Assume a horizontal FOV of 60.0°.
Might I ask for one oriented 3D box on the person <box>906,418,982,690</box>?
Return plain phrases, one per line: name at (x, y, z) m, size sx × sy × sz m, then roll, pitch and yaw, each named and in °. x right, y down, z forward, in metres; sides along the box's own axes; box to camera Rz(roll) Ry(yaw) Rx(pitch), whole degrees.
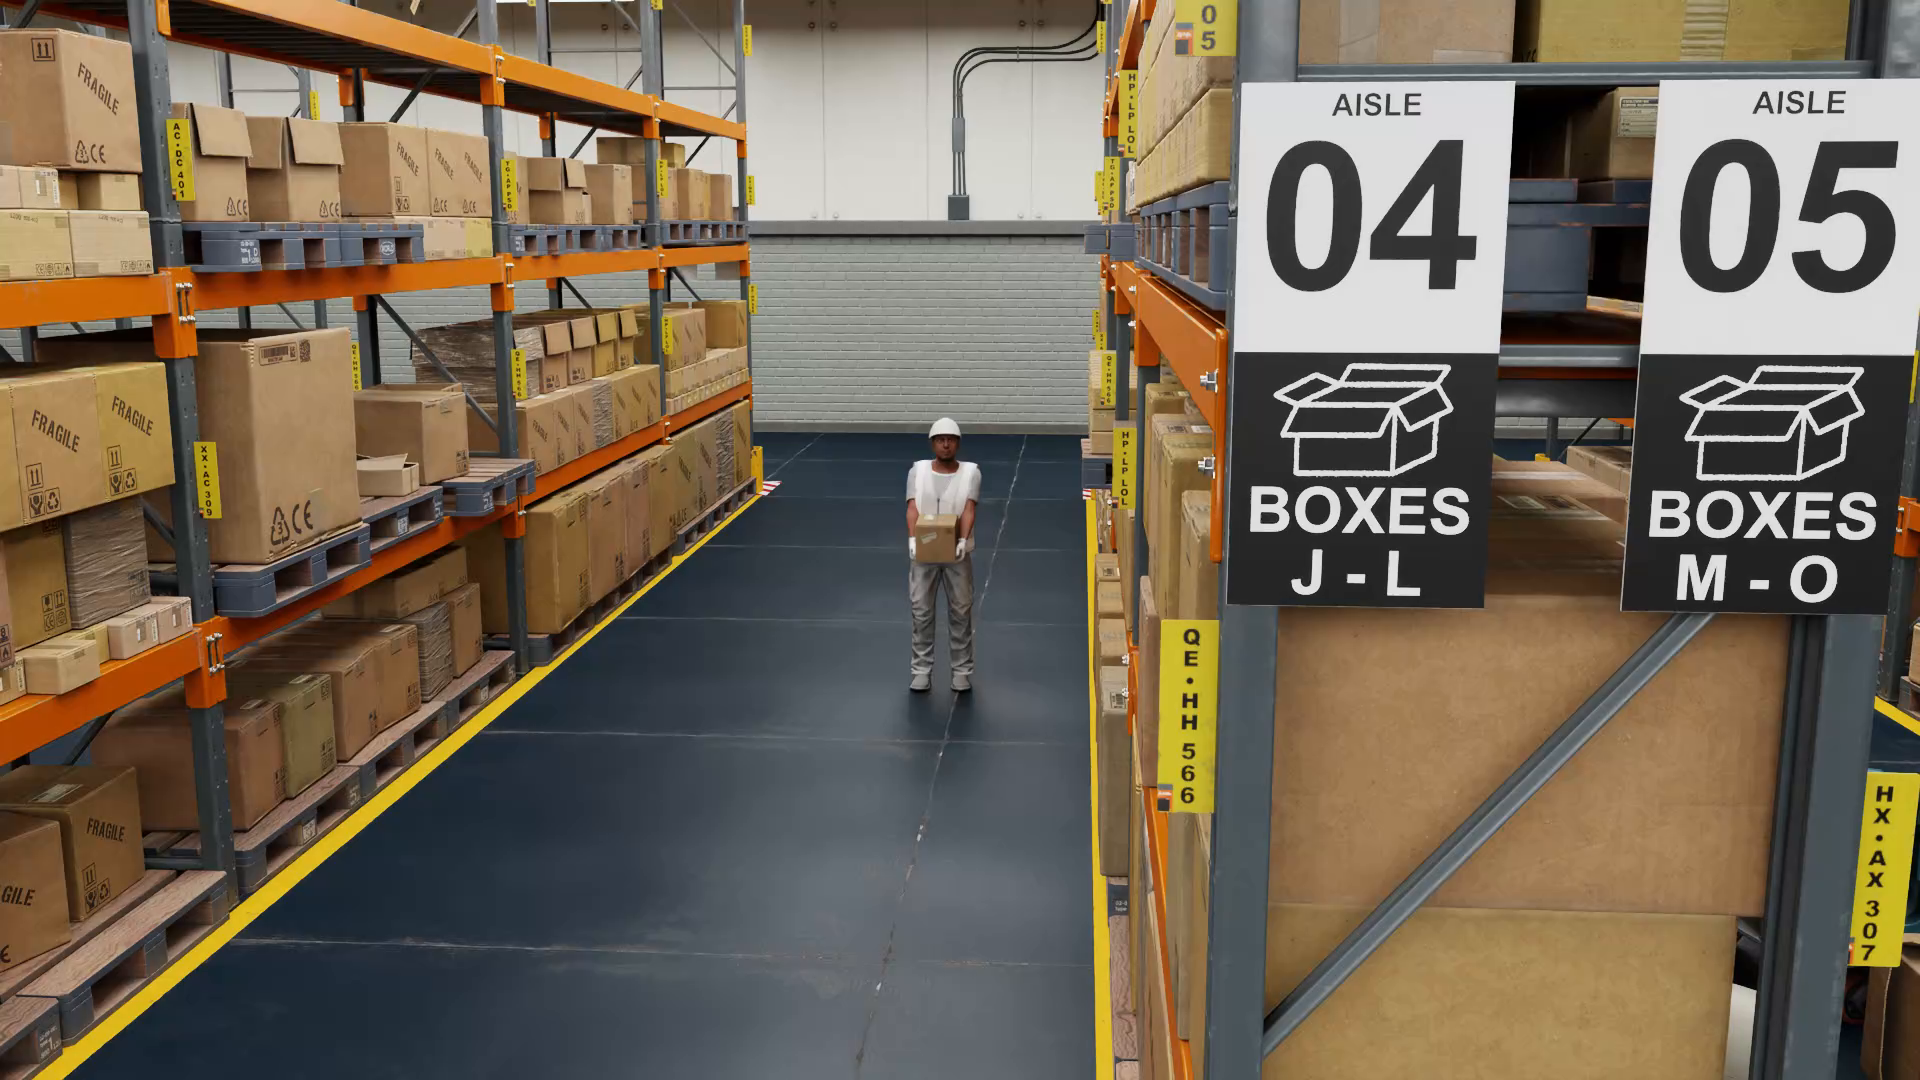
person at (-0.115, 0.111, 10.789) m, size 0.487 × 1.778 × 0.575 m, roll 1°, pitch 11°, yaw 5°
